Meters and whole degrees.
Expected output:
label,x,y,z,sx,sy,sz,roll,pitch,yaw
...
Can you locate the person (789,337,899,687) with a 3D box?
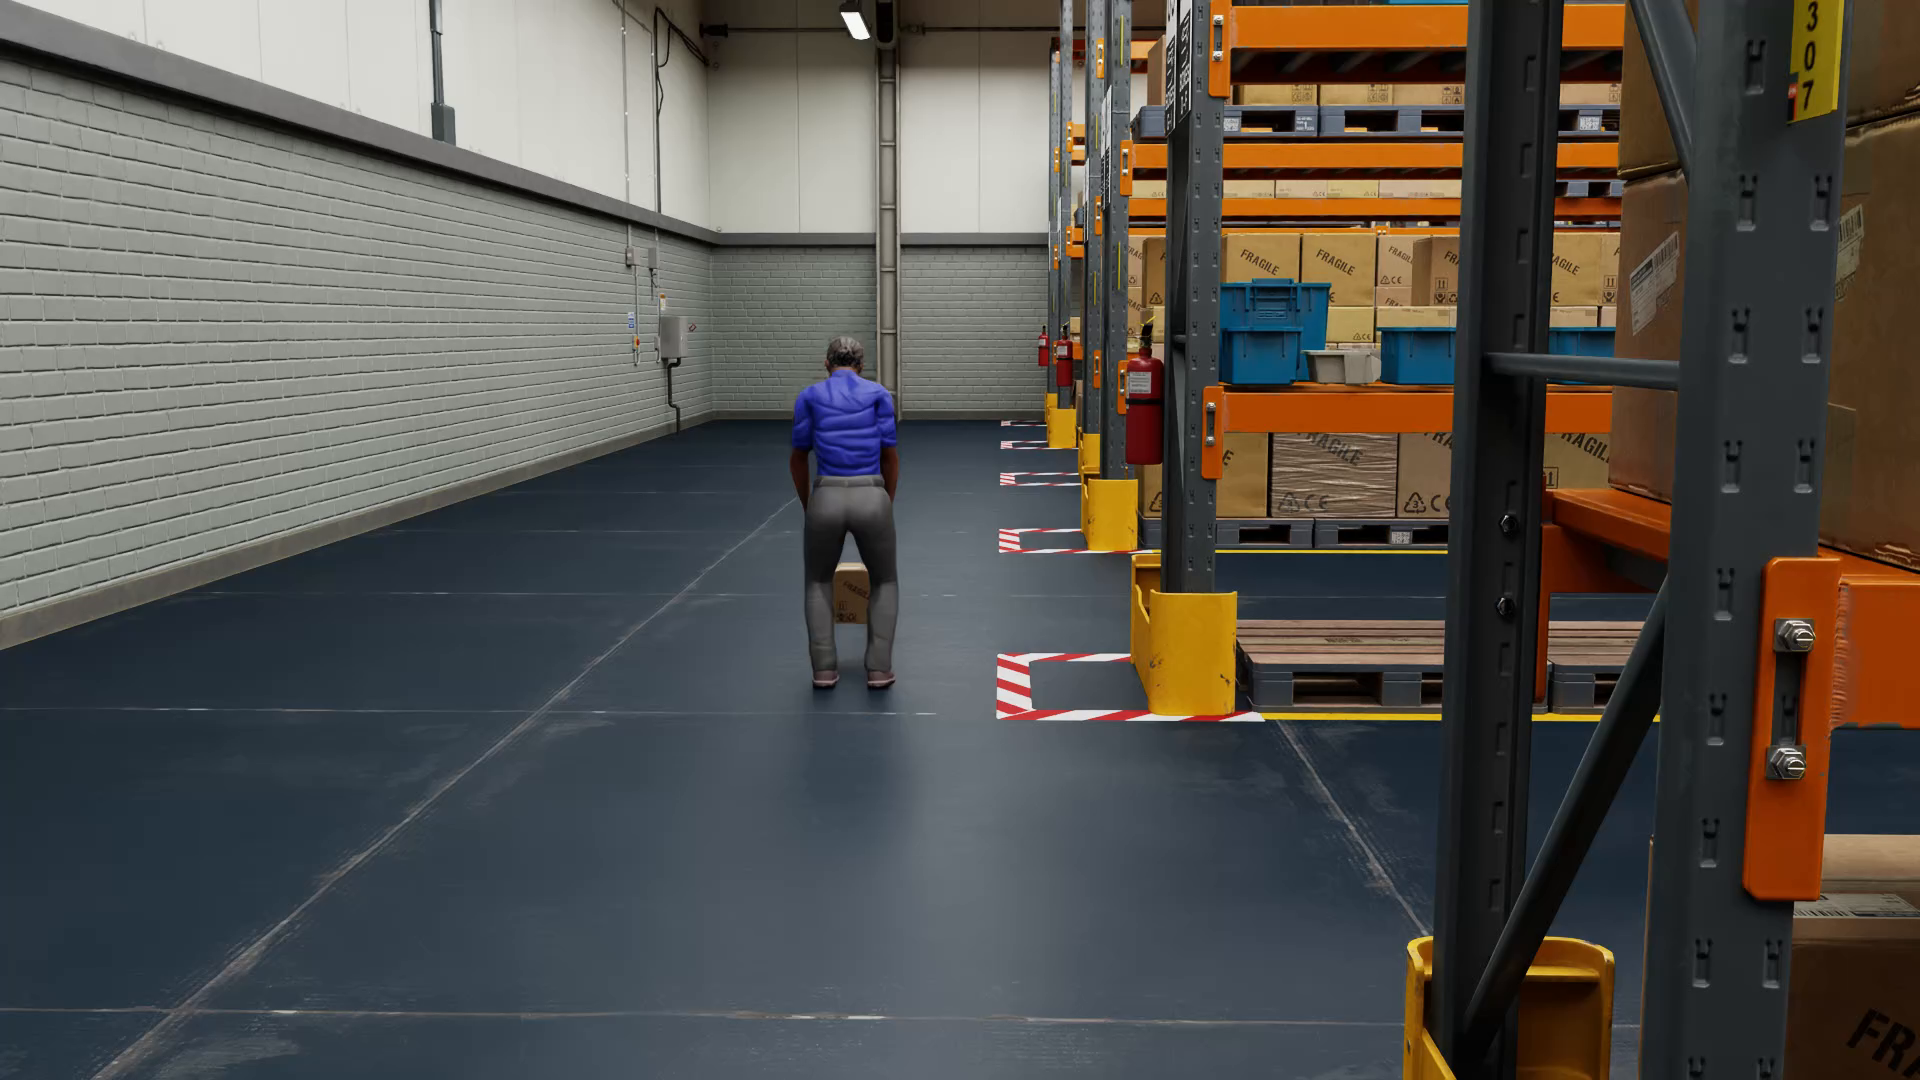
label,x,y,z,sx,sy,sz,roll,pitch,yaw
person,-0.508,-0.117,7.278,0.480,1.526,0.492,0,7,2
